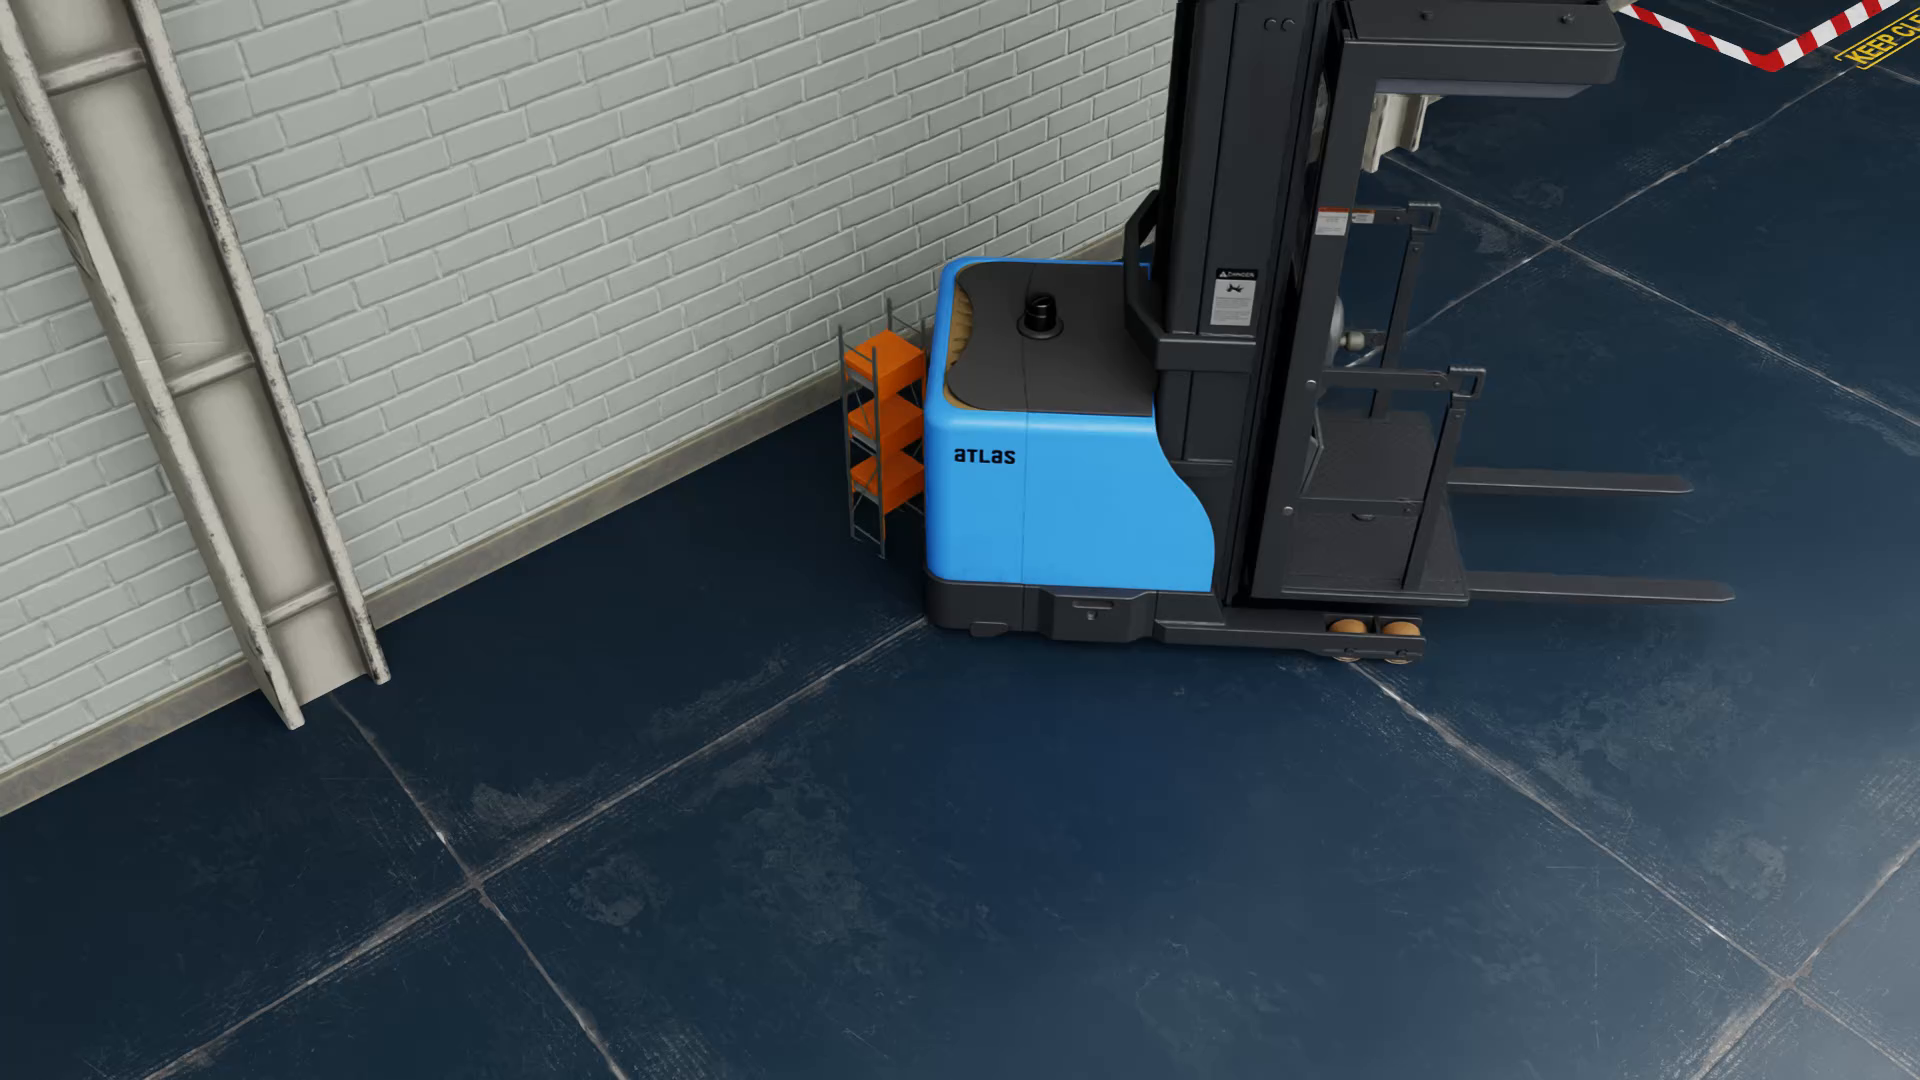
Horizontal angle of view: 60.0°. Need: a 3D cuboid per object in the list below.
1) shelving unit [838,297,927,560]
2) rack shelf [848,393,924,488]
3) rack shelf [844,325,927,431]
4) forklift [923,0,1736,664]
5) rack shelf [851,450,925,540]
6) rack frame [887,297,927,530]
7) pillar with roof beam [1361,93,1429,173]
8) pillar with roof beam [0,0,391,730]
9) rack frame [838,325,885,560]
[{"bbox_3d":[-0.285,-0.410,6.420,0.252,1.050,0.215,-34,53,-31],"label":"shelving unit"},{"bbox_3d":[-0.285,-0.402,6.427,0.240,0.259,0.215,-34,53,-31],"label":"rack shelf"},{"bbox_3d":[-0.285,-0.609,6.233,0.240,0.259,0.215,-34,53,-31],"label":"rack shelf"},{"bbox_3d":[1.400,-0.981,5.653,3.031,2.935,1.130,2,43,3],"label":"forklift"},{"bbox_3d":[-0.285,-0.200,6.617,0.240,0.259,0.215,-34,53,-31],"label":"rack shelf"},{"bbox_3d":[-0.199,-0.469,6.482,0.008,1.050,0.200,-34,53,-31],"label":"rack frame"},{"bbox_3d":[4.996,-3.133,3.512,0.400,9.000,9.100,-30,51,-28],"label":"pillar with roof beam"},{"bbox_3d":[0.394,-0.497,0.706,0.400,9.000,9.100,-30,51,-28],"label":"pillar with roof beam"},{"bbox_3d":[-0.372,-0.351,6.357,0.008,1.050,0.200,-34,53,-31],"label":"rack frame"}]
